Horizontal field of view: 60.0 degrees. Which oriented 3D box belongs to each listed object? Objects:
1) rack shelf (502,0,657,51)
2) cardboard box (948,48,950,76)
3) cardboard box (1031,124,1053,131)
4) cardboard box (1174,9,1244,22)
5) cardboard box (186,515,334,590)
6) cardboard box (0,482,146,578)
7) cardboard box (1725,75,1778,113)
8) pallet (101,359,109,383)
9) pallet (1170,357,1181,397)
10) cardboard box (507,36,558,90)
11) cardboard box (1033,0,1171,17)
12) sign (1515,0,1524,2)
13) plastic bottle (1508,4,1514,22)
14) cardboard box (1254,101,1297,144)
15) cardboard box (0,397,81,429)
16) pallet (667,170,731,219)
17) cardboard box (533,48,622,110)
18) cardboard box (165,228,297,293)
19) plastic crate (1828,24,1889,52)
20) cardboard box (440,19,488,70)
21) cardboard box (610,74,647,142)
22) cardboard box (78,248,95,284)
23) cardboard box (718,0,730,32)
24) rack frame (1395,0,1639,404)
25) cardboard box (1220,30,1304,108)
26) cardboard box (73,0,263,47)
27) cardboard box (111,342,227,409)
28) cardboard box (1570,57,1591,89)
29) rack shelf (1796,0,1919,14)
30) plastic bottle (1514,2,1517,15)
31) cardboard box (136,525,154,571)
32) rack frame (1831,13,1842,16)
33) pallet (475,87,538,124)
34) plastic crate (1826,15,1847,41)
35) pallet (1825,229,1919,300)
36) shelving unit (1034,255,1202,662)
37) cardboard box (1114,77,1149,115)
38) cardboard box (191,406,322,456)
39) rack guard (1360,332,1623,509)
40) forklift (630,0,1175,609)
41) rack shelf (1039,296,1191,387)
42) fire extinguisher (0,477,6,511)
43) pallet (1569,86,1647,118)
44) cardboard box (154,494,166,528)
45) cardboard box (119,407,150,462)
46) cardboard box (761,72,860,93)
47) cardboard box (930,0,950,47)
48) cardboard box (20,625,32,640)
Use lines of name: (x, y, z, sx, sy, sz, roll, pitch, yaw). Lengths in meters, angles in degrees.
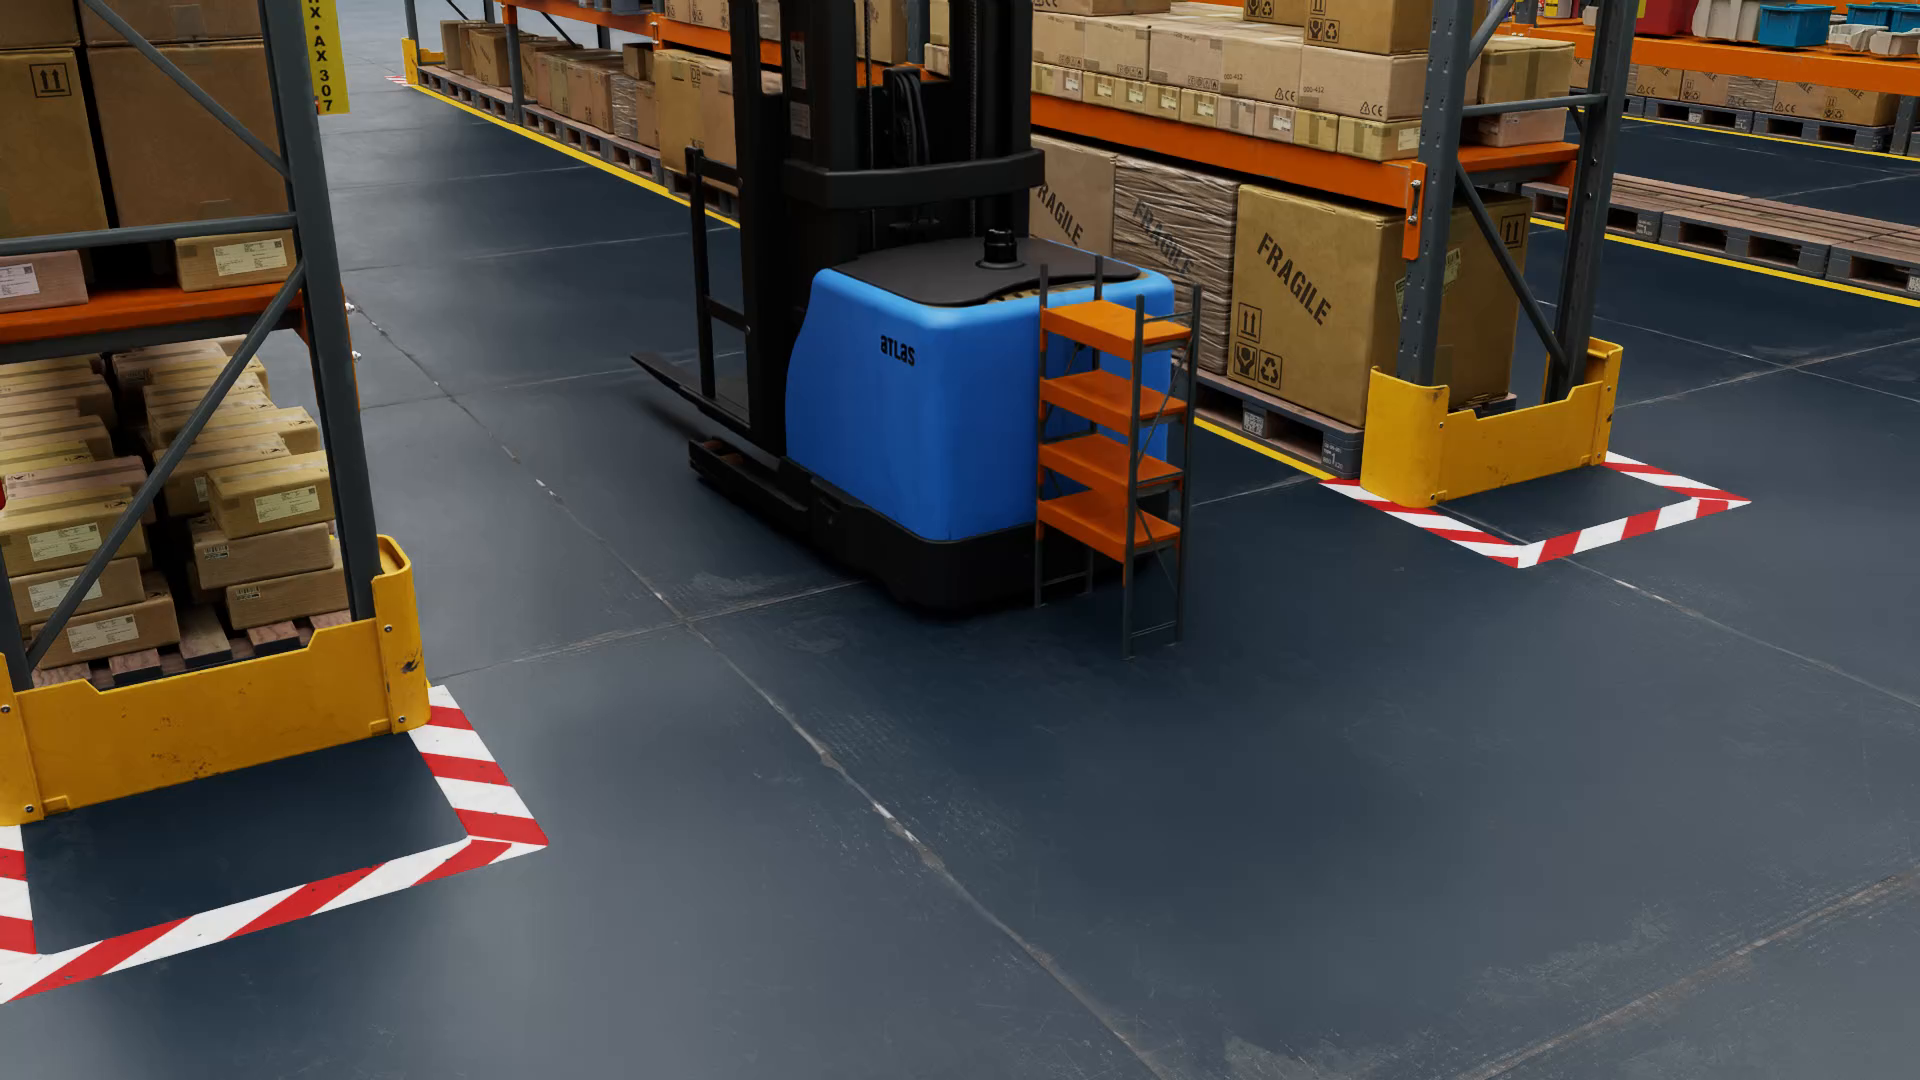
rack shelf: (-2.907, -4.585, 14.563, 1.077, 0.370, 4.000, -13, 25, -28)
cardboard box: (0.157, -2.615, 9.094, 0.380, 0.149, 0.250, -14, 26, -30)
cardboard box: (0.426, -1.957, 9.406, 0.875, 0.875, 0.875, -13, 25, -28)
cardboard box: (1.392, -2.455, 8.171, 0.500, 0.250, 0.500, -13, 26, -29)
cardboard box: (-2.161, 0.010, 5.137, 0.380, 0.149, 0.250, -11, 25, -26)
cardboard box: (-2.603, -0.032, 4.844, 0.380, 0.149, 0.250, -12, 25, -28)
cardboard box: (7.677, -4.354, 15.776, 0.500, 0.500, 0.500, -12, 25, -28)
pallet: (-3.784, -0.552, 7.389, 1.003, 0.211, 1.213, -13, 25, -28)
pallet: (1.106, -1.027, 8.559, 1.003, 0.211, 1.213, -13, 25, -28)
cardboard box: (-4.398, -4.923, 17.202, 0.500, 0.500, 0.500, -5, 23, -11)
cardboard box: (0.697, -2.859, 8.169, 0.500, 0.500, 0.500, -14, 26, -30)
sign: (3.942, -3.951, 11.682, 0.100, 0.325, 0.005, -13, 25, -28)
plastic bottle: (4.034, -3.932, 12.265, 0.097, 0.201, 0.097, 0, 22, 0)
cardboard box: (1.474, -1.782, 7.046, 0.380, 0.149, 0.250, -13, 25, -28)
cardboard box: (-3.186, -0.356, 5.641, 0.380, 0.149, 0.250, -12, 25, -26)
pallet: (-1.547, -2.709, 12.696, 1.003, 0.211, 1.213, -13, 25, -28)
cardboard box: (-3.634, -4.408, 15.909, 0.700, 0.500, 0.500, -15, 26, -32)
cardboard box: (-1.998, -0.811, 4.657, 0.380, 0.149, 0.250, -13, 25, -29)
plastic crate: (5.421, -3.043, 10.084, 0.298, 0.136, 0.250, -13, 25, -28)
cardboard box: (-5.667, -5.691, 19.092, 0.500, 0.500, 0.500, -8, 23, -18)
cardboard box: (-2.539, -3.706, 14.182, 0.700, 0.500, 0.500, -15, 27, -33)
cardboard box: (-2.619, -0.782, 4.586, 0.380, 0.149, 0.250, -13, 25, -28)
cardboard box: (-1.341, -3.775, 11.484, 0.500, 0.500, 0.500, -13, 26, -29)
rack frame: (2.201, -1.681, 6.463, 1.000, 3.000, 0.127, -13, 25, -28)
cardboard box: (1.467, -2.019, 7.100, 0.500, 0.250, 0.500, -13, 26, -29)
cardboard box: (-2.116, -1.603, 4.417, 0.500, 0.500, 0.500, -13, 25, -29)
cardboard box: (-2.990, -0.629, 6.314, 0.380, 0.149, 0.250, -13, 25, -28)
cardboard box: (6.620, -5.018, 17.409, 0.500, 0.500, 0.500, -11, 25, -26)
rack shelf: (7.654, -5.194, 16.062, 1.077, 0.370, 4.000, -13, 25, -28)
plastic bottle: (4.320, -4.212, 12.856, 0.152, 0.276, 0.135, -13, 25, -28)
cardboard box: (-2.717, 0.018, 5.117, 0.380, 0.149, 0.250, -13, 26, -29)
rack frame: (10.890, -7.129, 19.866, 1.000, 3.000, 0.127, -13, 25, -28)
pallet: (-4.302, -4.484, 17.063, 1.003, 0.211, 1.213, -13, 25, -28)
plastic crate: (5.564, -3.328, 10.786, 0.293, 0.136, 0.466, -13, 25, -28)
pallet: (6.071, -1.616, 10.007, 1.003, 0.211, 1.213, -13, 25, -28)
shelving unit: (0.492, -0.267, 5.375, 0.258, 1.200, 0.503, -14, 26, -30)
cardboard box: (0.955, -2.111, 7.856, 0.380, 0.149, 0.250, -12, 25, -27)
cardboard box: (-2.353, -0.316, 5.544, 0.380, 0.149, 0.250, -13, 25, -28)
rack guard: (2.213, -0.515, 6.915, 1.175, 0.500, 0.348, -13, 25, -28)
forklift: (-0.468, -1.631, 6.431, 1.130, 2.935, 3.031, -14, 26, -30)
rack shelf: (0.492, -0.631, 5.227, 0.258, 0.148, 0.480, -14, 26, -30)
fire extinguisher: (-2.383, -0.381, 3.862, 0.296, 0.674, 0.183, -13, 25, -28)
pallet: (6.982, -4.634, 17.432, 1.003, 0.211, 1.213, -13, 25, -28)
cardboard box: (-2.692, -0.181, 6.001, 0.380, 0.149, 0.250, -13, 25, -28)
cardboard box: (-2.883, -0.403, 6.153, 0.380, 0.149, 0.250, -11, 25, -26)
cardboard box: (-0.643, -2.678, 11.181, 1.225, 0.875, 0.875, -14, 26, -30)
cardboard box: (0.173, -2.842, 9.123, 0.500, 0.250, 0.500, -13, 26, -29)
cardboard box: (-2.781, 0.173, 5.132, 0.380, 0.149, 0.250, -12, 25, -27)
